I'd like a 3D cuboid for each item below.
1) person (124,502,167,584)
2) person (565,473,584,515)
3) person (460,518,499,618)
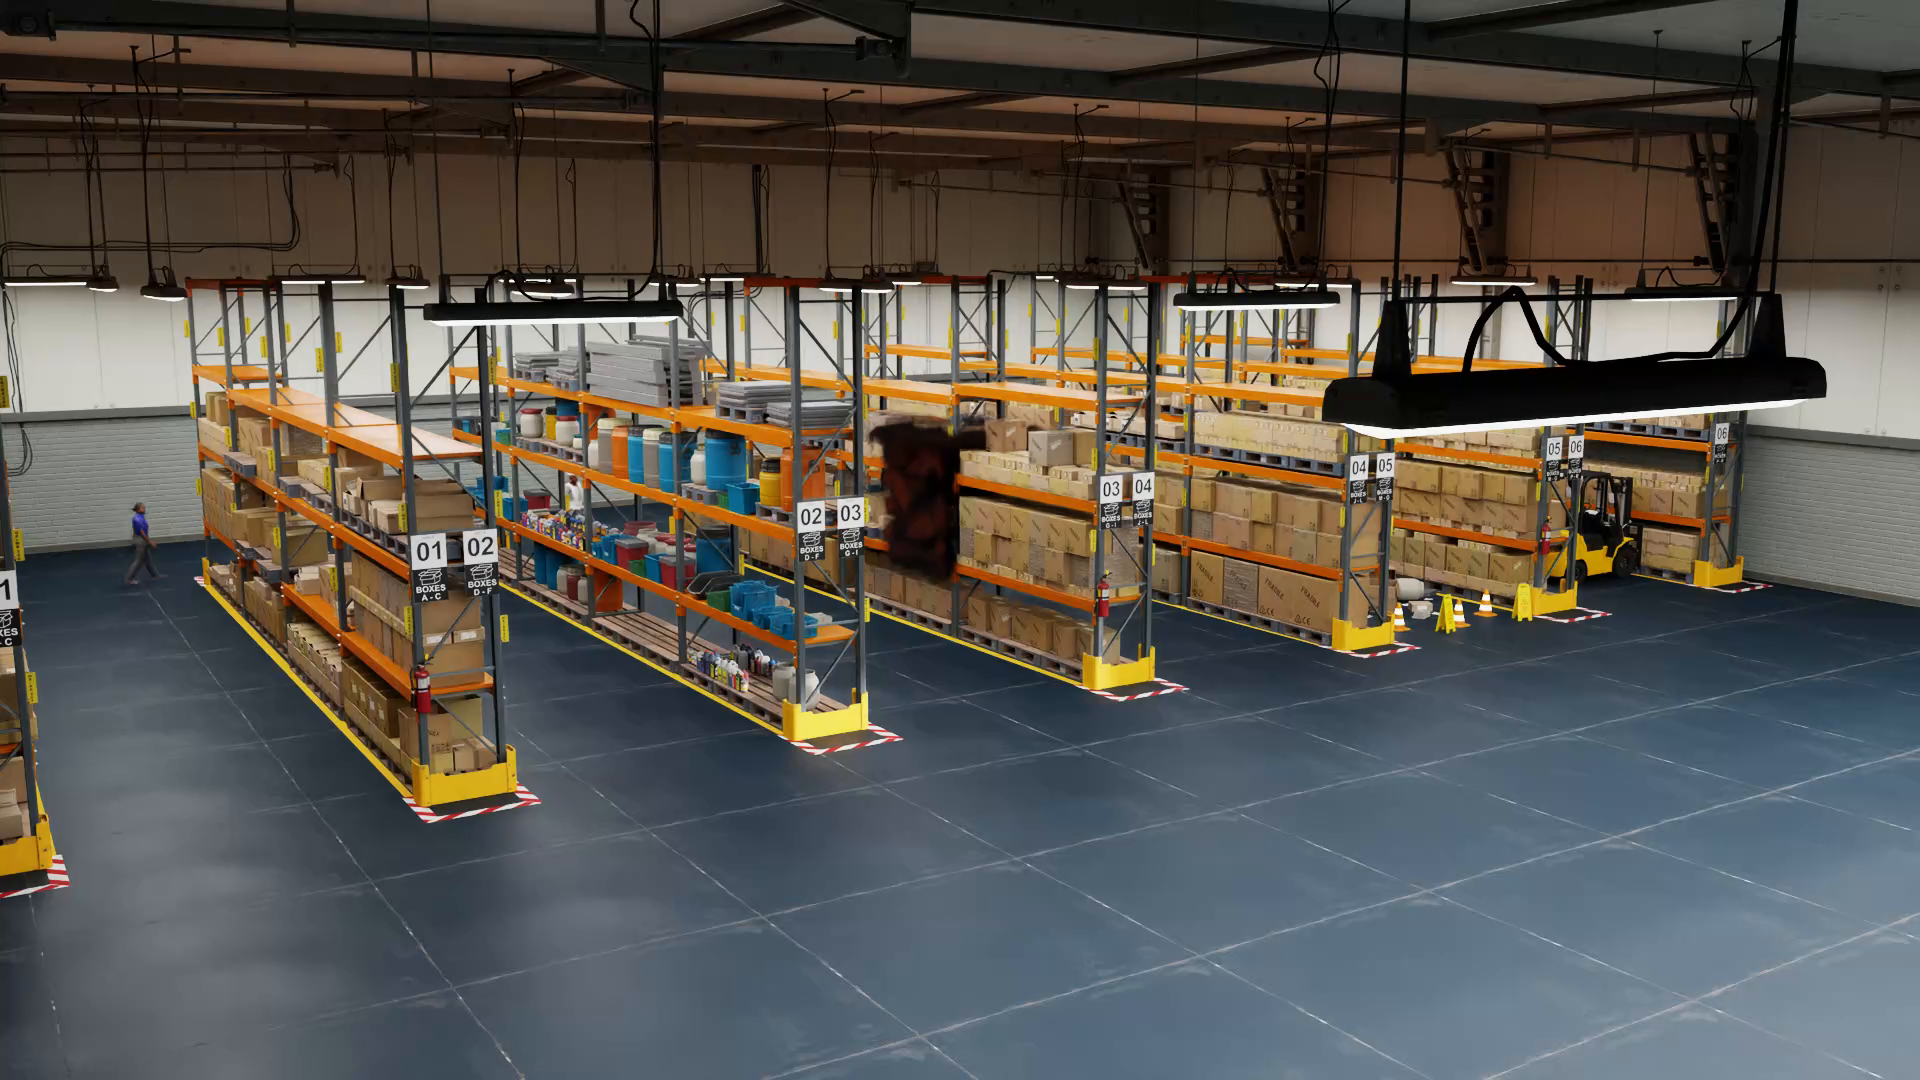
[{"bbox_3d":[-16.115,0.044,32.801,0.553,1.600,0.984,5,11,29],"label":"person"},{"bbox_3d":[-8.435,-0.644,36.545,0.415,1.821,0.568,2,10,10],"label":"person"},{"bbox_3d":[-8.731,0.483,30.098,0.657,1.778,0.947,-6,11,-31],"label":"person"}]
